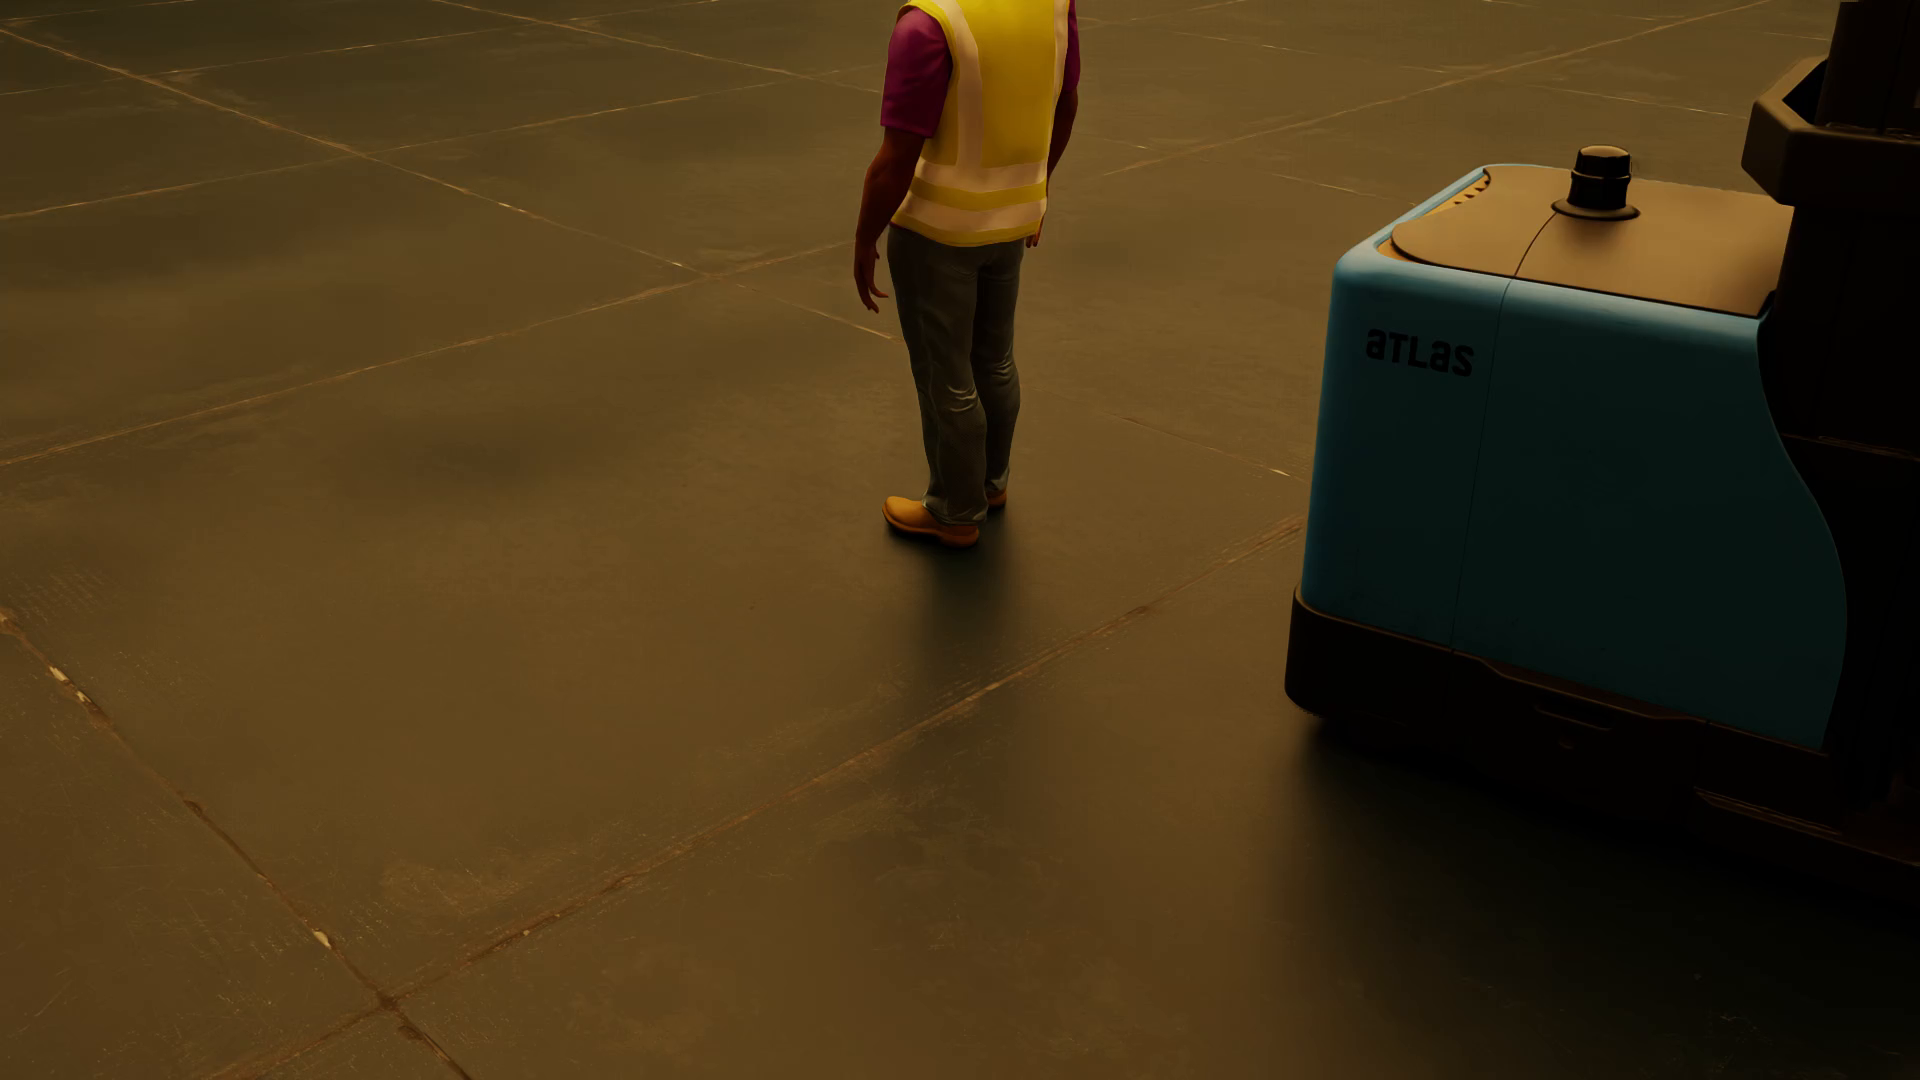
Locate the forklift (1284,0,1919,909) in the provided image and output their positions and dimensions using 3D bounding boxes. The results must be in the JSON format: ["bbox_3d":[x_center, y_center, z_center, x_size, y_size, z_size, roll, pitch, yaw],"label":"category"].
[{"bbox_3d":[2.236,-0.730,2.701,3.031,2.935,1.130,16,30,29],"label":"forklift"}]

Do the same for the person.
[{"bbox_3d":[-0.045,-0.823,4.198,0.666,1.765,0.577,-24,35,-39],"label":"person"}]
